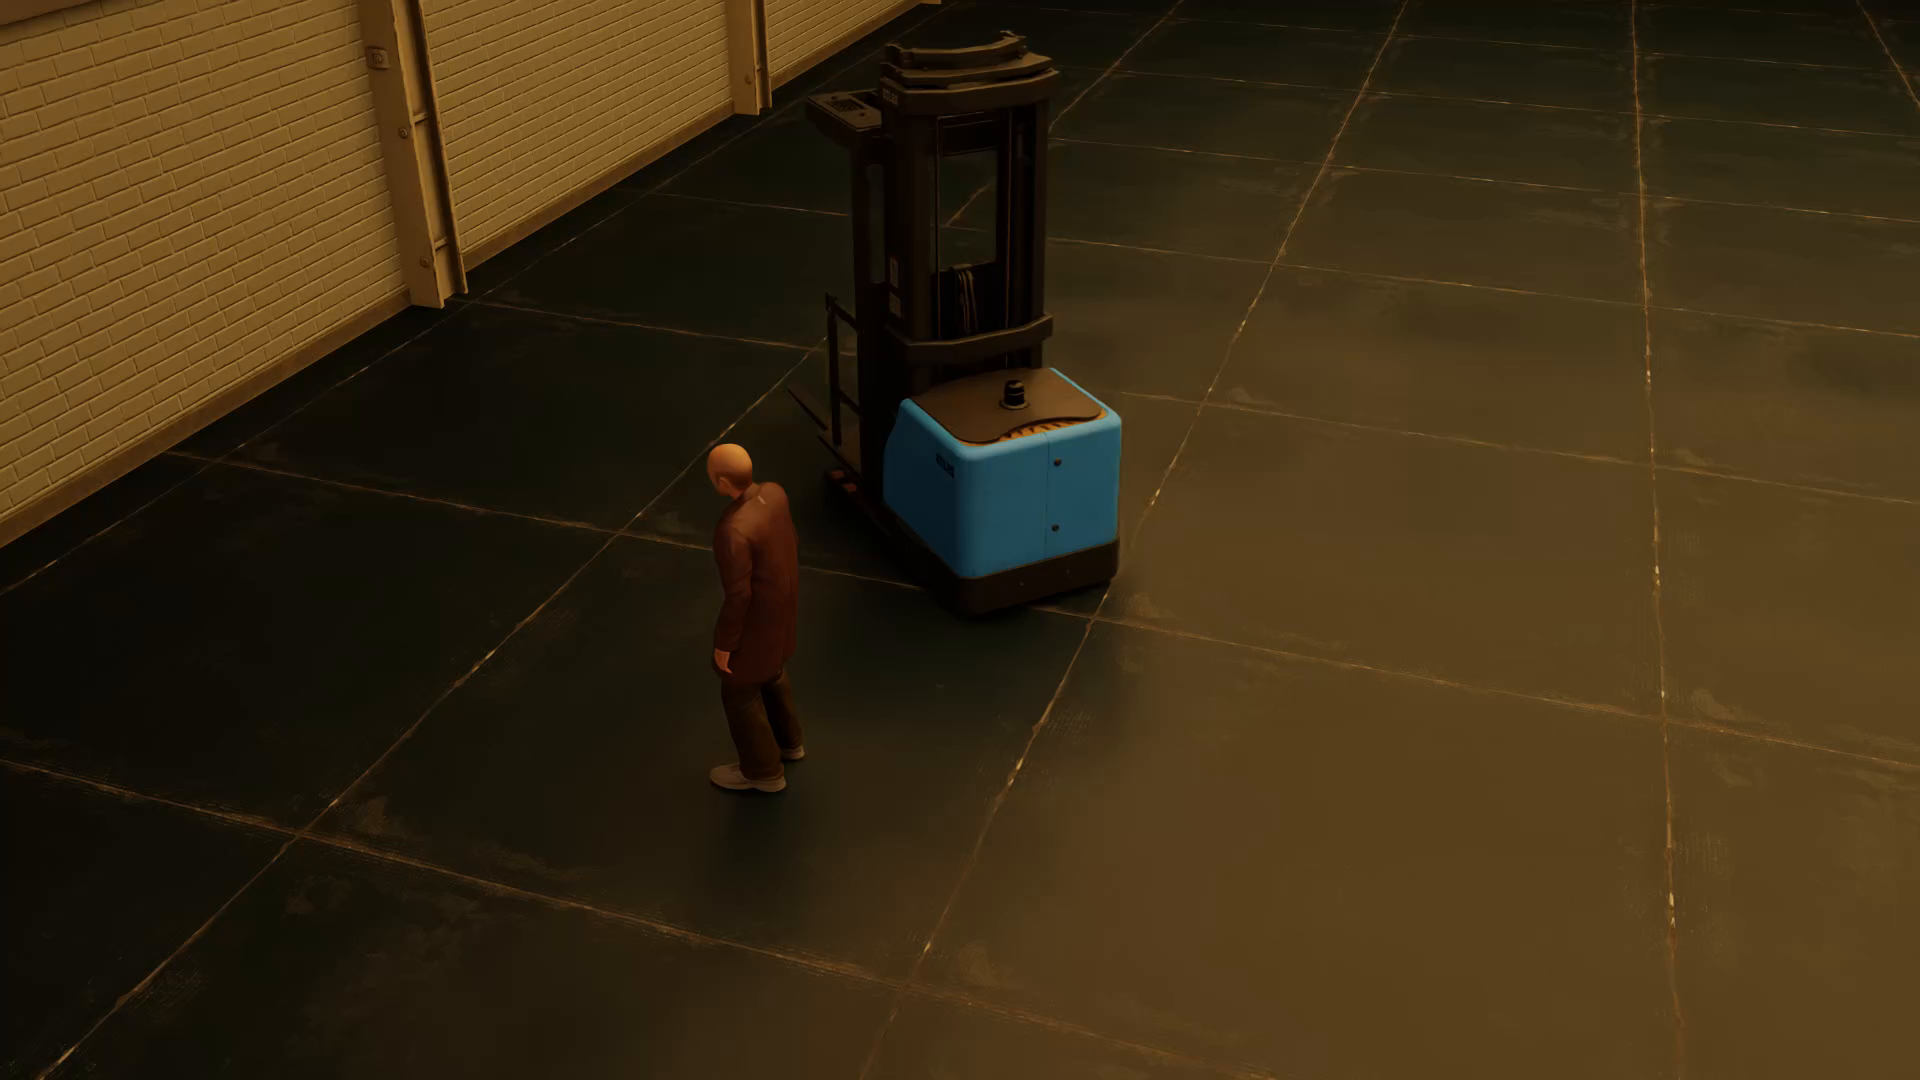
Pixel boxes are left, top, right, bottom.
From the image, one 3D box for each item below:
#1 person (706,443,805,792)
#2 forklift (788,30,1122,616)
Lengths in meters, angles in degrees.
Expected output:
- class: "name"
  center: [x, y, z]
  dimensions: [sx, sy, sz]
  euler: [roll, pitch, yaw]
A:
- class: "person"
  center: [-0.964, 0.354, 7.685]
  dimensions: [0.438, 1.772, 0.659]
  euler: [10, 31, 18]
- class: "forklift"
  center: [-0.208, -1.558, 9.869]
  dimensions: [1.130, 2.935, 3.031]
  euler: [-14, 33, -23]
